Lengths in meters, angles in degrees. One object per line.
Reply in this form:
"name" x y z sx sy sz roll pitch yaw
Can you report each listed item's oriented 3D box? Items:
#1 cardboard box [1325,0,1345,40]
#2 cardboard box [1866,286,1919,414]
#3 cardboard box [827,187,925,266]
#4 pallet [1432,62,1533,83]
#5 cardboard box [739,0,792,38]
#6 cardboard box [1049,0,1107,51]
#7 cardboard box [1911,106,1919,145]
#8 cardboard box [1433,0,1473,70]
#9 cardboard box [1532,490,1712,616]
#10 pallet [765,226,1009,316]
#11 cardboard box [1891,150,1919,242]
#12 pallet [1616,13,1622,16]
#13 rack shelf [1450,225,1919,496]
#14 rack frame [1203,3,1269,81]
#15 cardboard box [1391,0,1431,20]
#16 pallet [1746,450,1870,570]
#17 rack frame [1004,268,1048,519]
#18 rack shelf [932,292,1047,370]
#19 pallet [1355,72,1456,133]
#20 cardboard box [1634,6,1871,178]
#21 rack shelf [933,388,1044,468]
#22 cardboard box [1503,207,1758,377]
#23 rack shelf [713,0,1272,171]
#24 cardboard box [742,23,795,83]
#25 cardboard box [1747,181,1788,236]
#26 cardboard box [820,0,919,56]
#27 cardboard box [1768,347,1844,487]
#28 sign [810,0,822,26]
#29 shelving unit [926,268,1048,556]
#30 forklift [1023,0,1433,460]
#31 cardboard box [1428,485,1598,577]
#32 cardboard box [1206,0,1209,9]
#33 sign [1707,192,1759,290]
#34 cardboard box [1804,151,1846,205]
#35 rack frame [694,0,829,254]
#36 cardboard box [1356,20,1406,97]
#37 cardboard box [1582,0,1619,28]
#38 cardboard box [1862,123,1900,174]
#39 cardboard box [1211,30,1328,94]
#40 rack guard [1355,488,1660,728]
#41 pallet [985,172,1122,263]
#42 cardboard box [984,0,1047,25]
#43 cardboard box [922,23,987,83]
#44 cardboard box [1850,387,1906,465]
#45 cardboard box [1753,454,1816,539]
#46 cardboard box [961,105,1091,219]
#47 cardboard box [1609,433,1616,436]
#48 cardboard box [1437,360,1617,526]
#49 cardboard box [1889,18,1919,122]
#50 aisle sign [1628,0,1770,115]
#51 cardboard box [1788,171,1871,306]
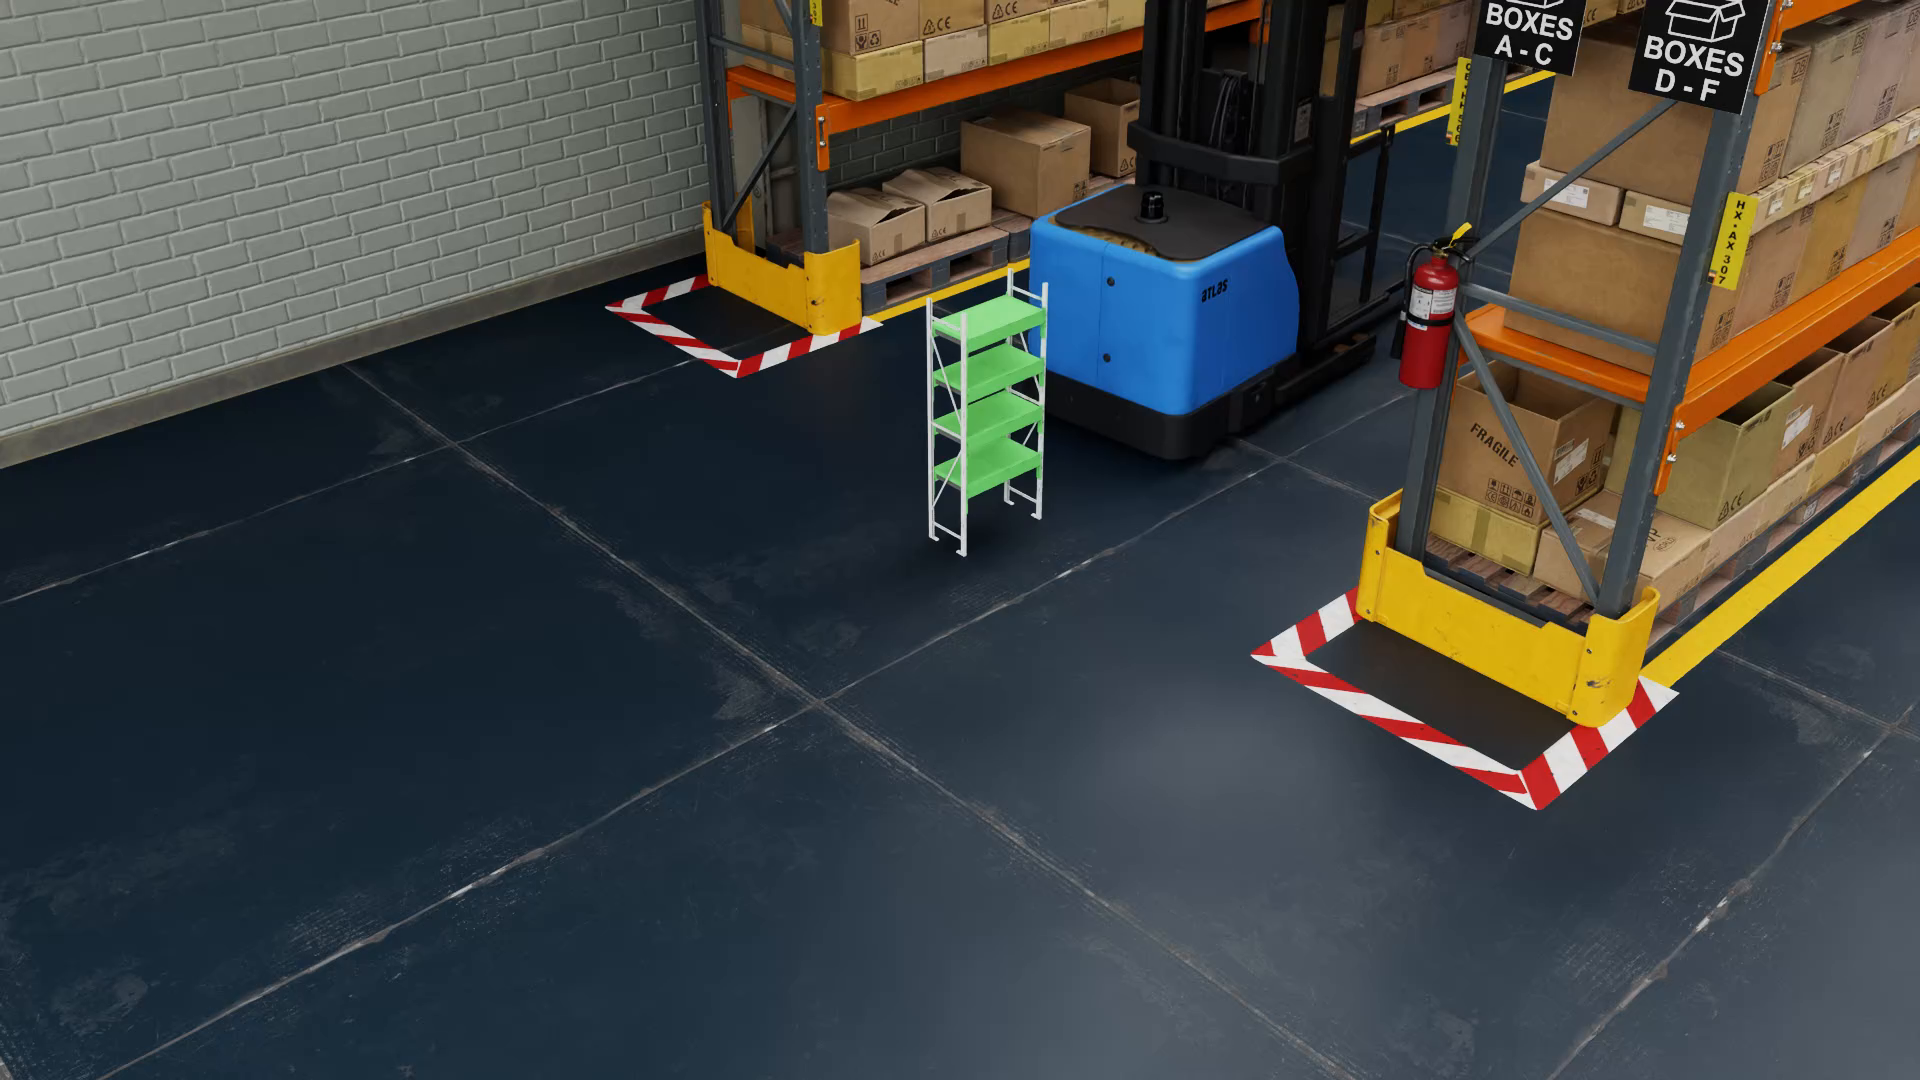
"cardboard box" 2.648 -3.999 12.669 0.500 0.250 0.500 -27 40 -36
"cardboard box" 4.240 -0.965 7.967 0.500 0.500 0.500 -26 40 -35
"cardboard box" -0.565 -1.965 10.244 0.500 0.311 0.500 24 39 34
"pallet" 4.158 -4.085 14.228 1.213 0.211 1.003 -26 40 -35
"cardboard box" -0.933 -3.227 9.557 0.500 0.500 0.500 -26 40 -36
"cardboard box" 0.561 -3.256 10.325 0.500 0.250 0.500 -25 40 -35
"cardboard box" 3.992 -1.835 7.157 0.250 0.149 0.380 -24 39 -34
"cardboard box" 3.783 -4.259 13.814 0.500 0.500 0.700 -26 40 -36
"cardboard box" 2.782 0.069 6.995 0.500 0.250 0.500 -26 40 -35
"pallet" -0.458 -1.826 10.533 1.213 0.211 1.003 -26 40 -35
"cardboard box" 4.096 -1.756 7.650 0.500 0.500 0.700 -25 39 -35
"pallet" 6.256 -5.043 15.795 1.213 0.211 1.003 -26 40 -35
"rack shelf" 3.704 -1.222 7.563 4.000 0.370 1.077 -26 40 -35
"rack frame" 1.799 -4.132 11.633 0.127 3.000 1.000 -26 40 -35
"cardboard box" 3.406 -4.355 13.252 0.500 0.250 0.500 -26 40 -36
"pallet" 3.664 -0.348 8.117 1.213 0.211 1.003 -26 40 -35
"rack frame" 0.300 -0.657 7.675 0.015 1.200 0.240 -26 40 -35
"rack shelf" 0.121 -0.926 7.316 0.480 0.148 0.258 -26 40 -35
"pallet" 3.264 -3.654 13.524 1.213 0.211 1.003 -26 40 -35
"cardboard box" 3.009 -1.784 6.453 0.500 0.500 0.700 -27 41 -37
"rack shelf" 0.121 -0.516 7.566 0.480 0.148 0.258 -26 40 -35
"cardboard box" 2.588 -1.023 6.452 0.500 0.500 0.700 -26 40 -35
"rack shelf" 0.333 -3.116 10.660 4.000 0.370 1.077 -26 40 -35
"cardboard box" -0.923 -2.898 9.739 0.500 0.250 0.500 -25 39 -35
"cardboard box" 2.863 -1.291 6.268 0.250 0.149 0.380 -27 41 -37
"cardboard box" -0.579 -3.032 9.240 0.500 0.500 0.500 -26 40 -35
"cardboard box" 3.505 -0.611 7.389 0.500 0.500 0.500 -26 40 -35
"sign" -0.765 -2.875 8.747 0.005 0.325 0.100 -26 40 -35
"shelving unit" 0.121 -0.571 7.533 0.503 1.200 0.258 -26 40 -35
"forklift" 1.697 -2.333 8.756 1.130 2.935 3.031 25 39 35
"cardboard box" 2.429 -0.129 7.319 0.500 0.250 0.500 -26 40 -35
"cardboard box" 1.287 -3.619 10.918 0.500 0.250 0.500 -26 40 -35
"sign" 2.610 -1.009 5.618 0.005 0.325 0.100 -26 40 -35
"cardboard box" 3.233 -1.467 6.557 0.250 0.149 0.380 -27 40 -36
"rack frame" -1.134 -2.714 9.312 0.127 3.000 1.000 -26 40 -35
"cardboard box" 3.074 -3.889 13.209 0.500 0.500 0.700 -25 40 -35
"cardboard box" 5.361 -5.024 14.749 0.750 0.750 0.750 -26 40 -36
"cardboard box" 3.614 -1.654 6.862 0.250 0.149 0.380 -26 40 -36
"cardboard box" 2.328 -3.521 12.607 0.500 0.500 0.700 -24 39 -34
"rack guard" 2.219 0.255 6.854 0.348 0.500 1.175 -26 40 -35
"pallet" 0.436 -2.256 11.237 1.213 0.211 1.003 -26 40 -35
"cardboard box" 0.173 -3.385 9.816 0.500 0.500 0.500 -27 41 -37
"cardboard box" -0.189 -2.899 9.741 0.500 0.250 0.500 -27 41 -37
"cardboard box" 4.249 -0.640 8.155 0.500 0.250 0.500 -26 40 -35
"cardboard box" 3.513 -0.287 7.577 0.500 0.250 0.500 -26 40 -35
"cardboard box" 0.425 -2.489 10.920 0.700 0.500 0.500 26 40 36
"cardboard box" 3.153 -0.489 7.908 0.500 0.250 0.500 -26 40 -35
"cardboard box" 2.428 -0.450 7.125 0.500 0.500 0.500 -26 40 -35
"cardboard box" 3.745 -2.141 7.037 0.500 0.500 0.700 -26 40 -35
"aisle sign" 2.397 -1.789 5.308 0.004 0.787 0.394 -26 40 -35
"cardboard box" 3.338 -1.385 7.044 0.500 0.500 0.700 -26 40 -35
